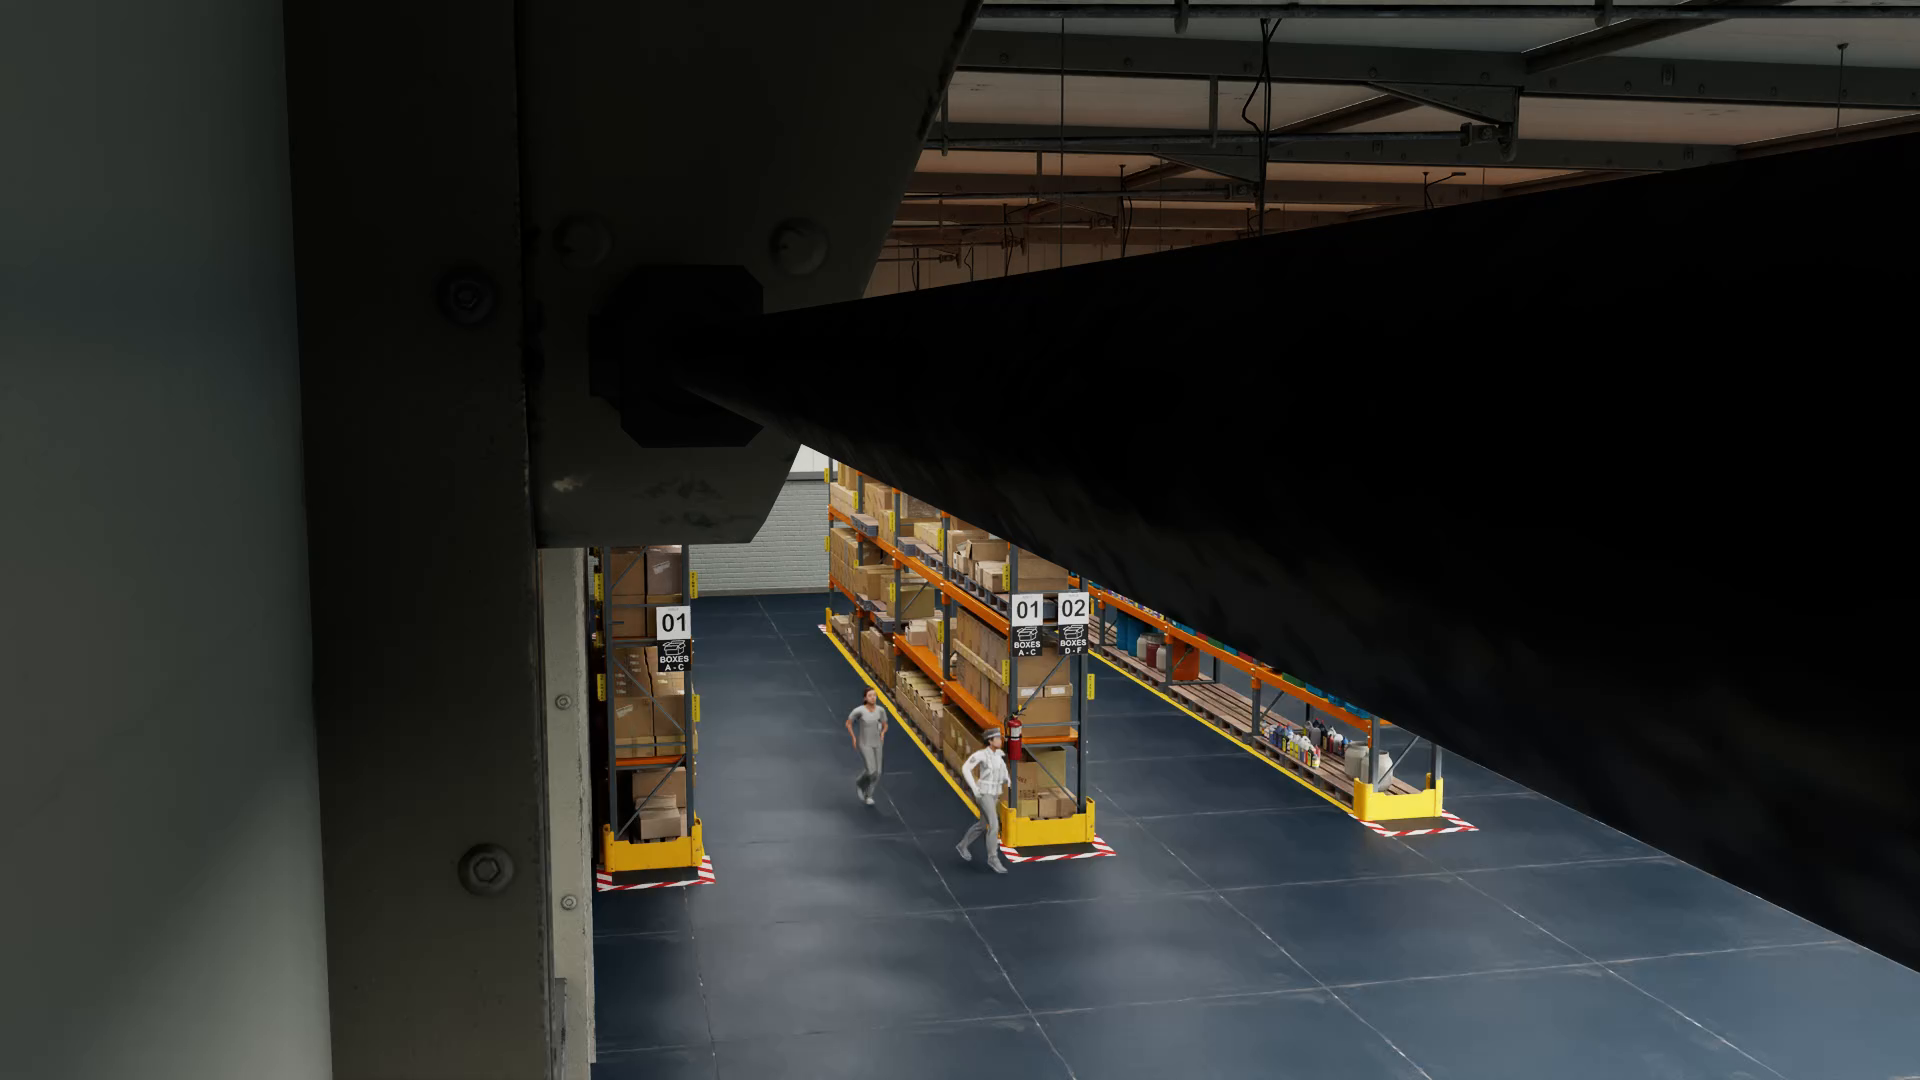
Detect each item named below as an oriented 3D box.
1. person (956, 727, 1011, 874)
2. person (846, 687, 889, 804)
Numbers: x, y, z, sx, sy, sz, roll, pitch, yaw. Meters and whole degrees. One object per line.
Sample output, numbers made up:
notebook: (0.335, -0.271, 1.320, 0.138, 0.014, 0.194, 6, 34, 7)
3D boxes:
person: (0.350, 3.114, 20.209, 0.783, 1.713, 0.601, 5, 8, 34)
person: (-1.207, 2.805, 22.552, 0.550, 1.629, 0.565, -4, 8, -27)
